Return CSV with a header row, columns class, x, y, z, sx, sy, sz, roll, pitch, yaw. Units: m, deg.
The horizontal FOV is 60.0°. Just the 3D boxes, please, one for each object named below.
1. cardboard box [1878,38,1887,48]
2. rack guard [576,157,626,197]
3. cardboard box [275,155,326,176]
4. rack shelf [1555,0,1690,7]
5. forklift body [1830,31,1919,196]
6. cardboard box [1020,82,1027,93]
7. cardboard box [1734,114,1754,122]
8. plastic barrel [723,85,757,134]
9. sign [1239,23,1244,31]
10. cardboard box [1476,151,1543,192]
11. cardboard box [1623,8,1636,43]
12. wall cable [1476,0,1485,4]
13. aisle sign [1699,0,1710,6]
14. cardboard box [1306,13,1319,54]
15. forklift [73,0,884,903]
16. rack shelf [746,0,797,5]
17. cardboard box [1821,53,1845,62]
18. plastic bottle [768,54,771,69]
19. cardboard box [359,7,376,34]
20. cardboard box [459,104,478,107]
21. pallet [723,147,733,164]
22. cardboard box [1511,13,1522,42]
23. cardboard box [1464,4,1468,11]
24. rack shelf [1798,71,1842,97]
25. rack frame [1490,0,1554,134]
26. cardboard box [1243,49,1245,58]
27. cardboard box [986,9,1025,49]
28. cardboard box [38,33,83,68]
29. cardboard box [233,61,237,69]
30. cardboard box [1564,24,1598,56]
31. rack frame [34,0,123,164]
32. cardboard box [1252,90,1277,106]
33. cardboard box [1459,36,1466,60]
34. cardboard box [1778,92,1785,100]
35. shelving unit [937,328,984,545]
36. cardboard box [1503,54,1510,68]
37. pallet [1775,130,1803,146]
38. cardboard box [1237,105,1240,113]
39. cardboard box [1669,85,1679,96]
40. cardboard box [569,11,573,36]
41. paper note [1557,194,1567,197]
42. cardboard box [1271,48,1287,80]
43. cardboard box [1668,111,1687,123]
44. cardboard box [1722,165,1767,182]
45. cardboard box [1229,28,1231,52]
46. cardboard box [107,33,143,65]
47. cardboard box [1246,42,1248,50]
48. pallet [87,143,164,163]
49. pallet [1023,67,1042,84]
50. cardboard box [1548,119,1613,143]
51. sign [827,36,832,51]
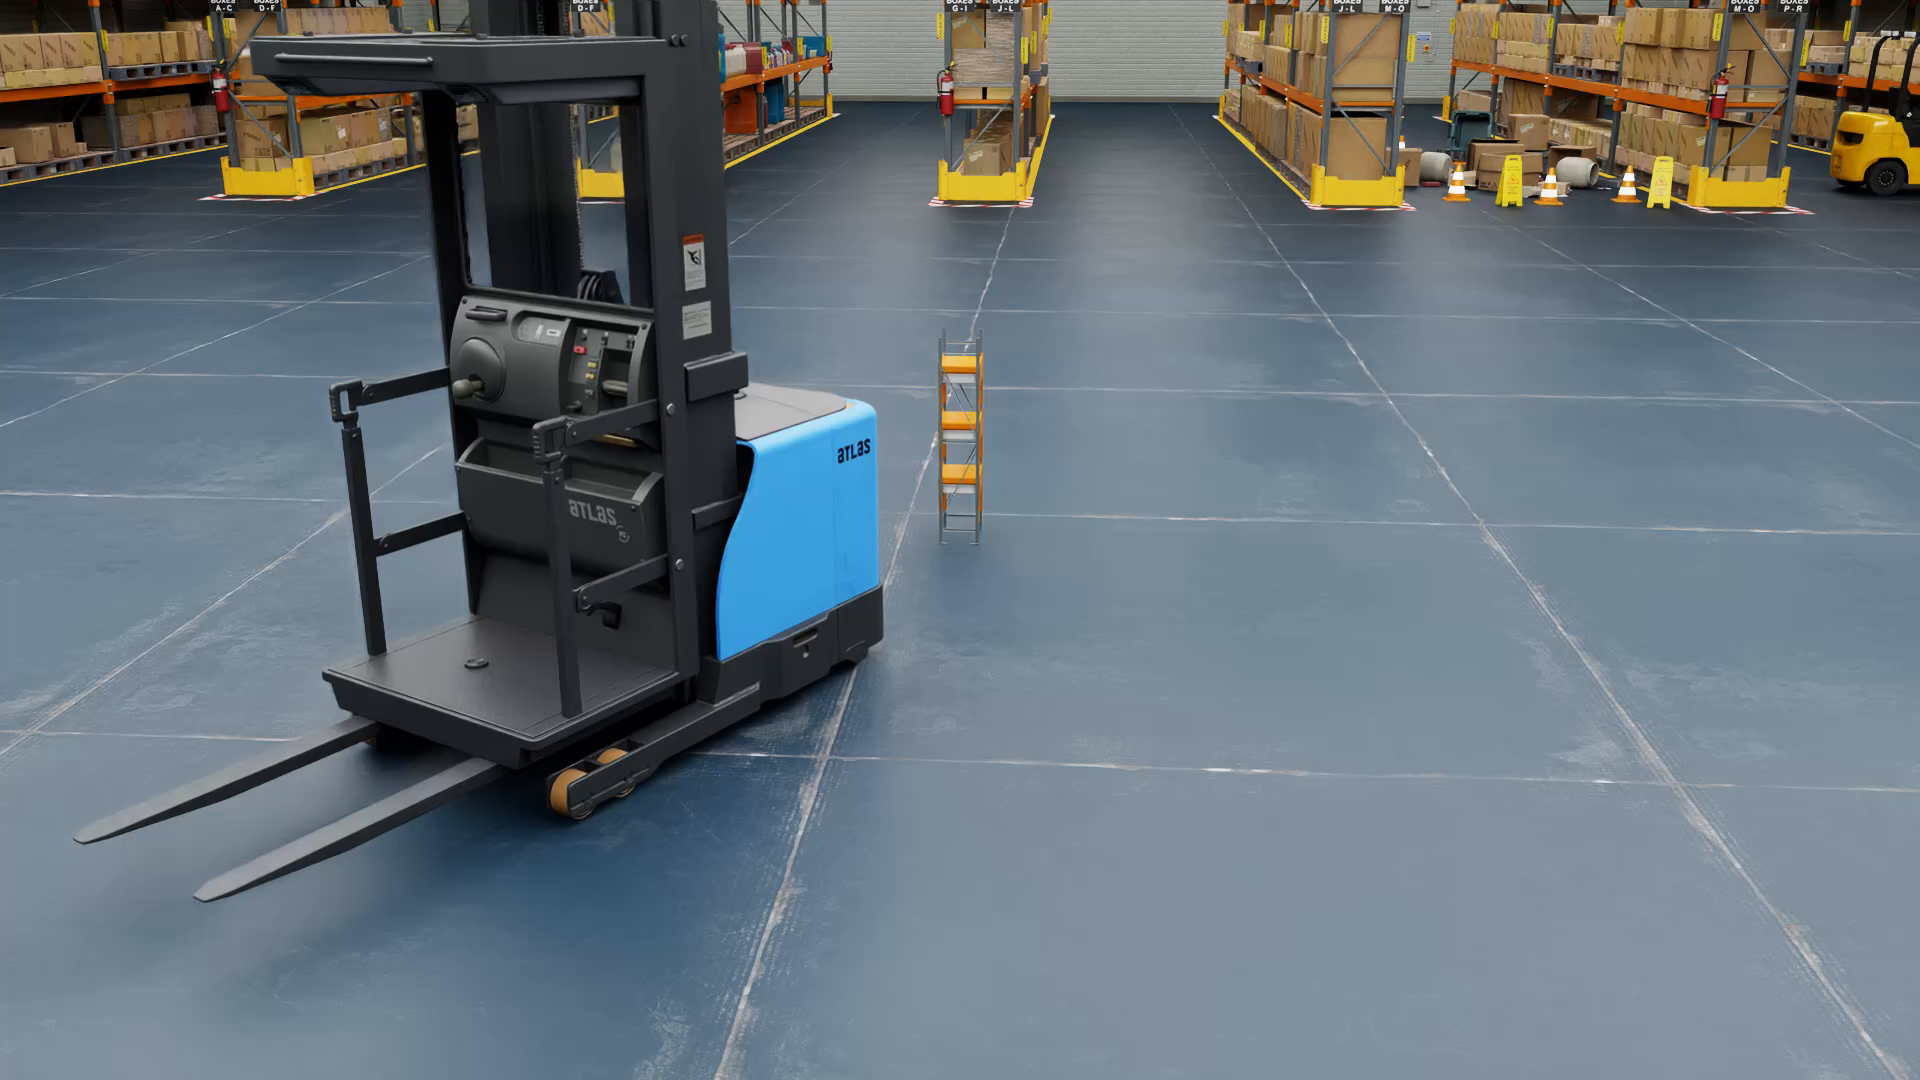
class,x,y,z,sx,sy,sz,roll,pitch,yaw
cardboard box,15.373,-8.194,27.412,0.380,0.149,0.250,1,18,5
rack guard,-4.684,-4.969,22.786,1.175,0.500,0.348,1,18,4
cardboard box,-9.322,-5.299,23.519,0.500,0.250,0.500,1,18,4
rack shelf,10.612,-8.748,26.641,1.077,0.370,4.000,1,18,4
forklift body,13.450,-5.918,23.028,2.313,2.155,1.214,1,18,4
cardboard box,0.760,-6.450,23.692,0.380,0.149,0.250,1,18,4
cardboard box,15.741,-8.443,33.275,0.380,0.149,0.250,1,18,2
plastic barrel,-4.051,-7.938,30.642,0.600,0.830,0.708,1,18,4
sign,5.556,-10.028,32.820,0.100,0.325,0.005,1,18,4
cardboard box,7.783,-5.217,23.535,0.797,0.503,0.637,-13,22,-34
cardboard box,10.221,-7.575,24.481,0.700,0.500,0.500,1,18,3
wall cable,13.126,-12.977,41.577,0.588,1.984,0.122,1,18,4
aisle sign,15.992,-11.924,35.820,0.394,0.787,0.004,1,18,4
cardboard box,5.334,-7.090,23.269,0.875,0.550,0.500,1,18,4
forklift,-1.550,-0.624,5.622,1.130,2.935,3.031,12,21,32
rack shelf,-3.926,-10.322,31.445,1.077,0.370,4.000,1,18,4
cardboard box,15.371,-8.469,29.180,0.380,0.149,0.250,2,18,5
plastic bottle,-3.614,-9.006,31.297,0.097,0.271,0.097,0,18,0
cardboard box,-9.357,-7.856,25.336,0.700,0.500,0.500,1,18,4
cardboard box,-8.801,-7.720,30.008,0.500,0.311,0.500,2,18,5
pallet,-4.338,-6.295,27.294,1.003,0.211,1.213,1,18,4
cardboard box,10.677,-9.606,31.155,0.500,0.500,0.500,1,18,3
cardboard box,10.947,-11.336,35.393,0.380,0.149,0.250,2,18,6
rack shelf,15.850,-8.455,30.565,1.077,0.370,4.000,1,18,4
rack frame,11.043,-9.528,32.683,1.000,3.000,0.127,1,18,4
cardboard box,5.501,-9.091,31.080,0.380,0.149,0.250,0,18,1
cardboard box,0.609,-6.851,22.269,0.500,0.500,0.500,1,18,4
cardboard box,-13.993,-7.582,25.749,0.500,0.500,0.500,1,18,4
cardboard box,-13.696,-8.826,30.912,0.380,0.149,0.250,1,18,3
cardboard box,10.462,-8.377,27.859,0.500,0.500,0.500,2,18,7
rack frame,-14.237,-7.596,26.788,1.000,3.000,0.127,1,18,4
cardboard box,5.624,-8.108,30.486,0.500,0.250,0.500,2,18,5
cardboard box,11.000,-10.517,35.542,0.500,0.500,0.500,1,18,3
cardboard box,15.753,-8.465,31.738,0.380,0.149,0.250,0,18,1
shelving unit,0.004,-0.516,8.310,0.215,1.050,0.252,1,18,4
cardboard box,10.712,-9.165,31.817,0.500,0.250,0.500,1,18,3
pallet,15.888,-7.460,30.850,1.003,0.211,1.213,1,18,4
cardboard box,5.803,-8.698,33.577,0.380,0.149,0.250,2,18,5
cardboard box,10.018,-6.201,22.934,0.380,0.149,0.250,1,18,3
cardboard box,-8.372,-10.794,34.782,0.500,0.500,0.500,1,18,2
paper note,8.265,-4.728,22.803,0.148,0.019,0.142,-5,19,-15
cardboard box,5.402,-7.809,27.278,0.500,0.500,0.500,1,18,3
cardboard box,9.960,-5.807,22.822,0.380,0.149,0.250,2,18,5
cardboard box,10.516,-4.938,22.418,0.500,0.250,0.500,1,18,3
cardboard box,6.064,-10.738,35.738,0.500,0.500,0.500,1,18,4
cardboard box,-14.120,-8.183,27.713,0.700,0.500,0.500,3,18,10
cardboard box,5.465,-9.069,30.536,0.380,0.149,0.250,1,18,4
pallet,-14.183,-6.513,27.960,1.003,0.211,1.213,1,18,4
pallet,0.784,-7.407,26.520,1.003,0.211,1.213,1,18,4
cardboard box,10.705,-7.061,28.701,0.950,0.372,0.625,0,18,0
sign,-2.946,-11.172,37.440,0.100,0.325,0.005,1,18,4
